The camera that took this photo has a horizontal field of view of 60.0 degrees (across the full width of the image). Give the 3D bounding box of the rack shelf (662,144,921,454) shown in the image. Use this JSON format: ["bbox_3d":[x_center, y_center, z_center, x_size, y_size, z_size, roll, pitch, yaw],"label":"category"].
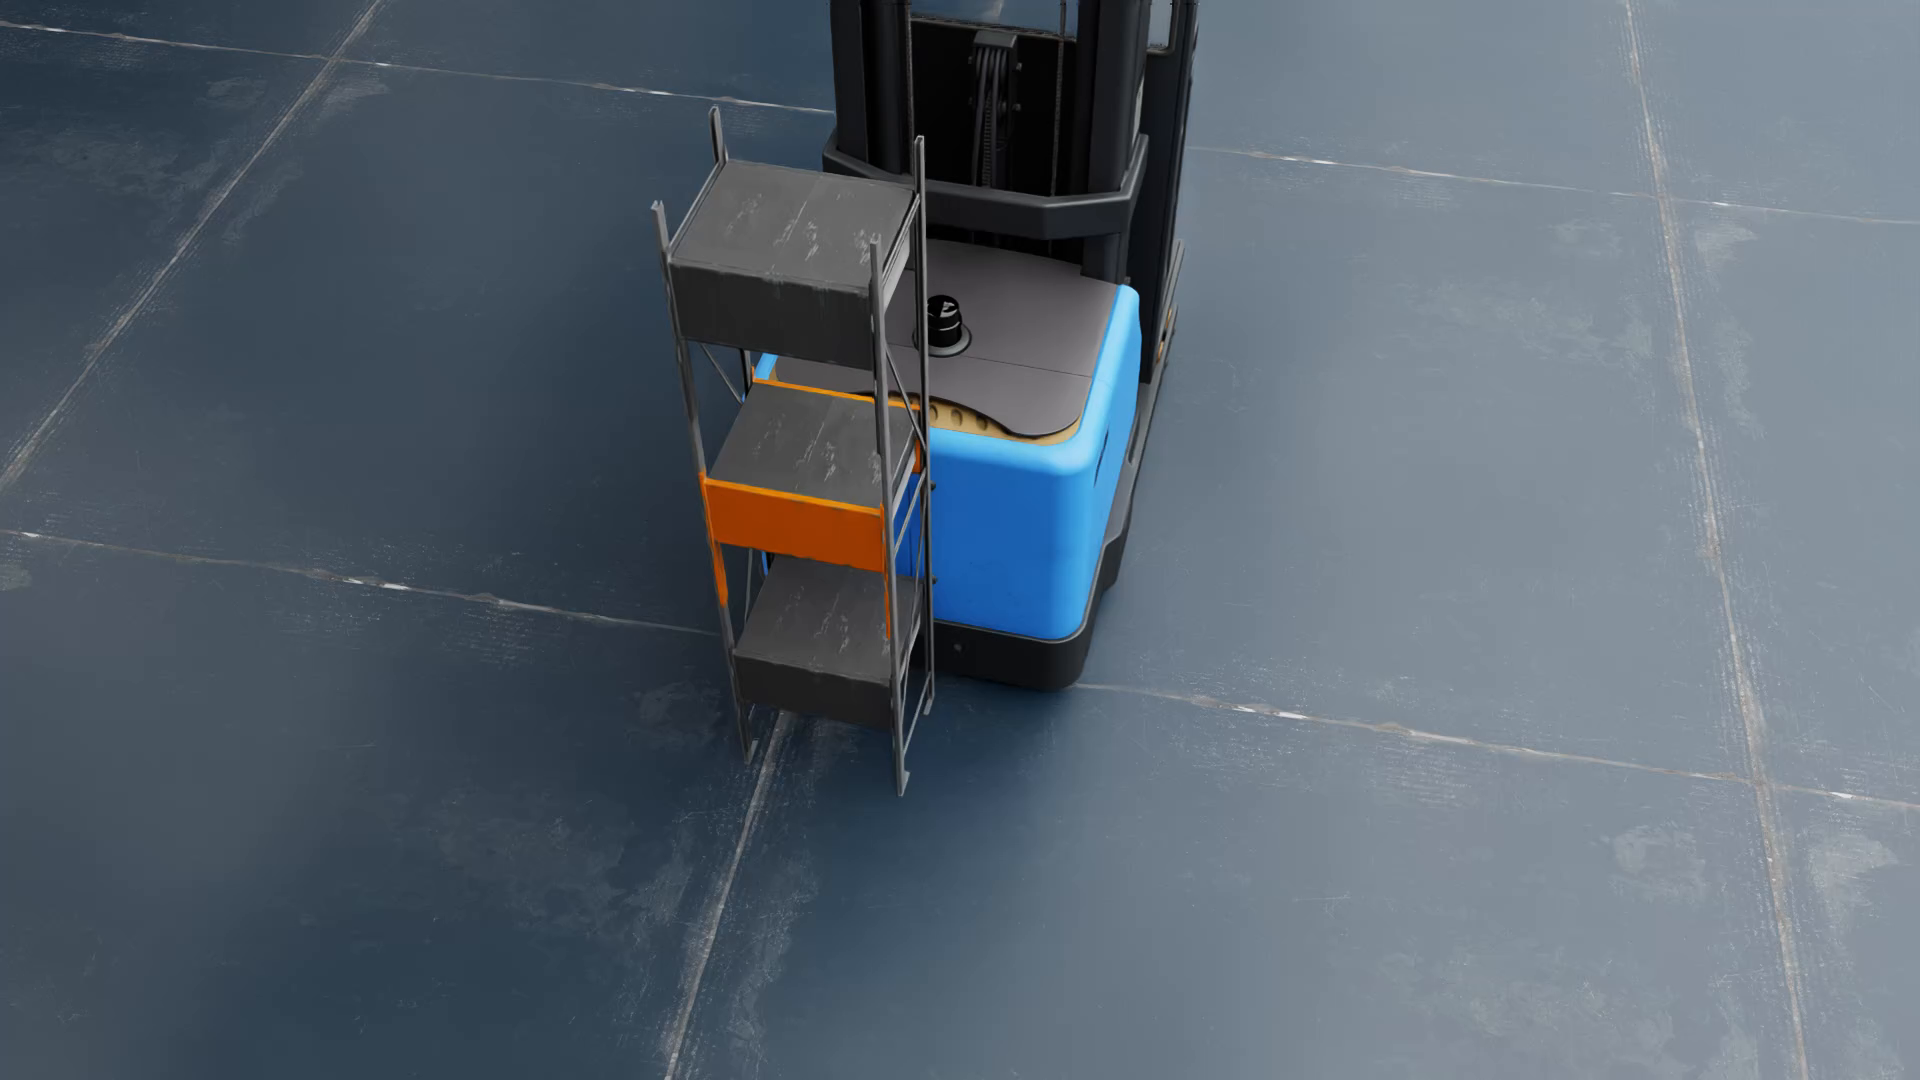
[{"bbox_3d":[-0.372,-0.566,3.924,0.480,0.518,0.431,10,49,9],"label":"rack shelf"}]

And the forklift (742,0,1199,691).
[{"bbox_3d":[0.214,-1.628,5.242,1.130,2.935,3.031,10,49,9],"label":"forklift"}]

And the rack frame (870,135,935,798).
[{"bbox_3d":[-0.135,-0.065,4.396,0.015,2.100,0.400,10,49,9],"label":"rack frame"}]

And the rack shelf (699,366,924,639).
[{"bbox_3d":[-0.372,-0.099,4.445,0.480,0.518,0.431,10,49,9],"label":"rack shelf"}]

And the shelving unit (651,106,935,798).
[{"bbox_3d":[-0.372,-0.108,4.435,0.503,2.100,0.431,10,49,9],"label":"shelving unit"}]

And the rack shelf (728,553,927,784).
[{"bbox_3d":[-0.372,0.369,4.966,0.480,0.518,0.431,10,49,9],"label":"rack shelf"}]

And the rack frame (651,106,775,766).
[{"bbox_3d":[-0.609,-0.151,4.474,0.015,2.100,0.400,10,49,9],"label":"rack frame"}]
